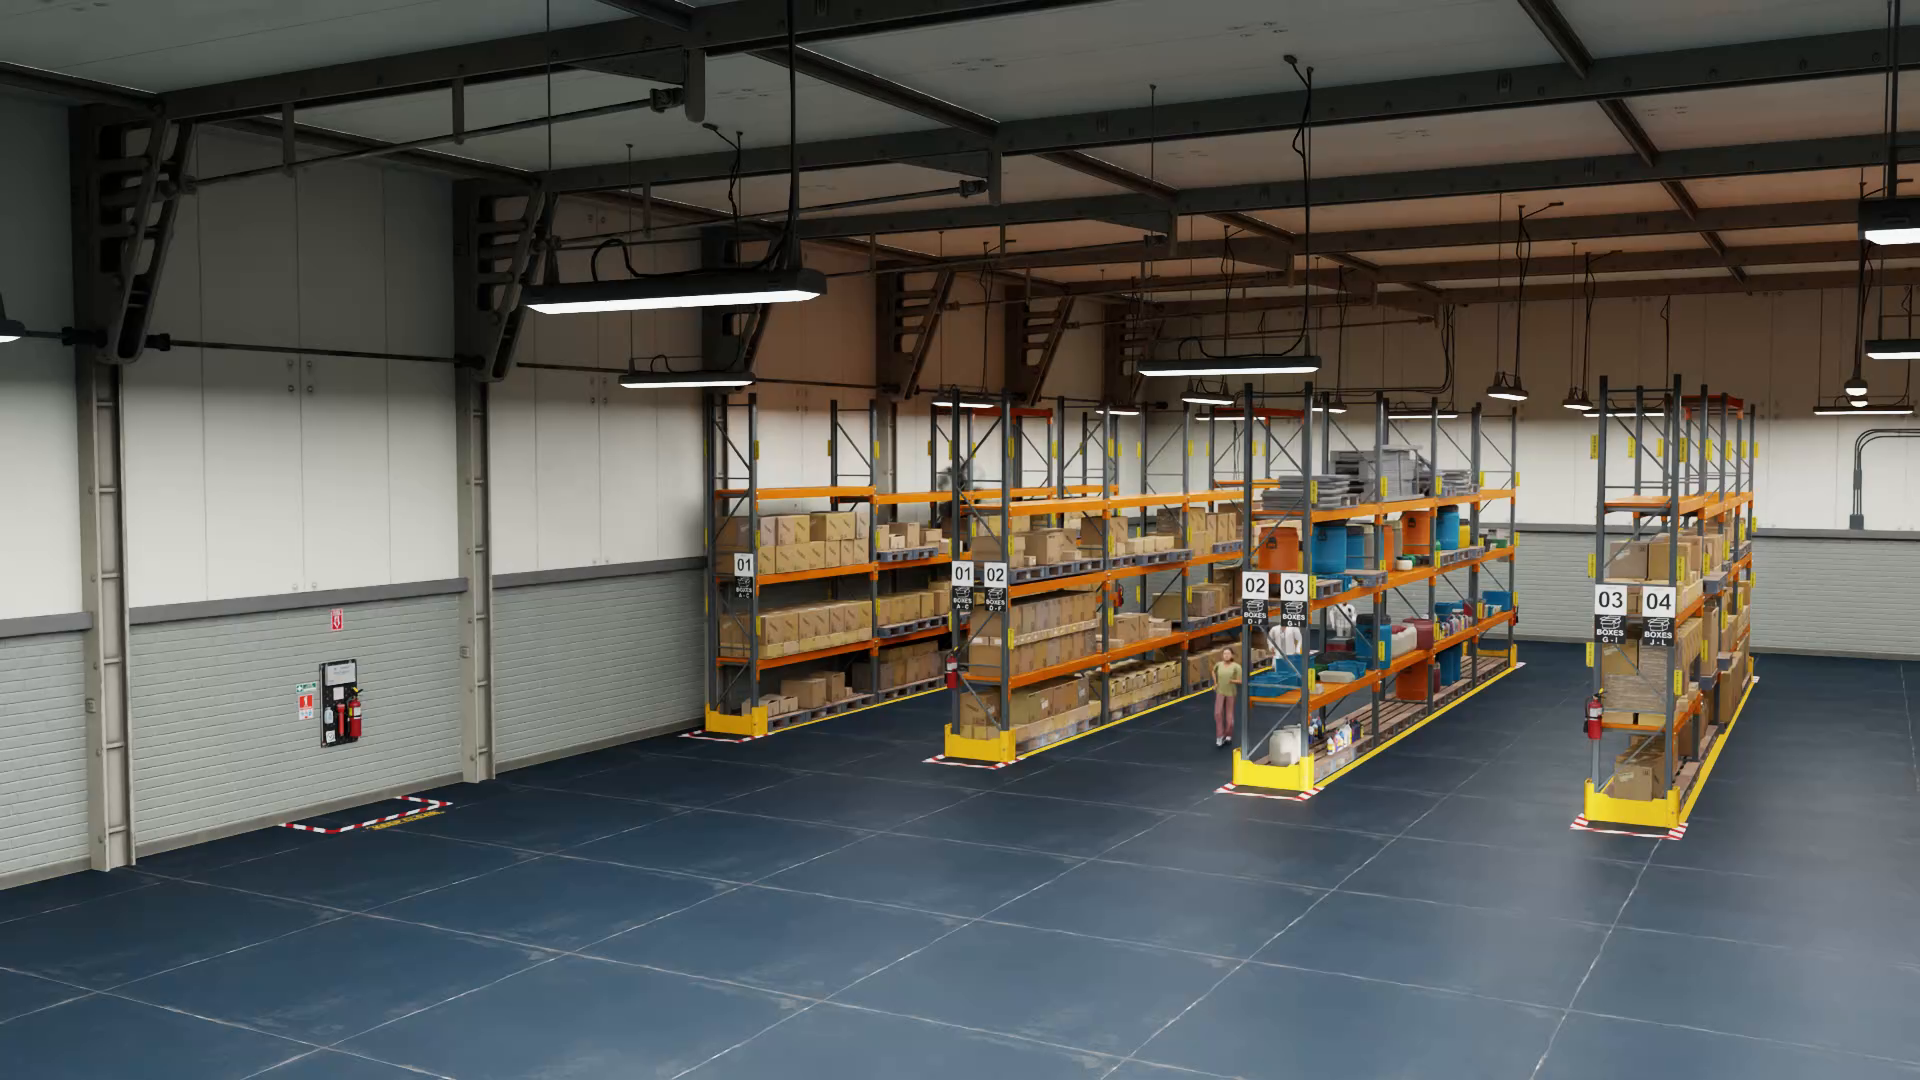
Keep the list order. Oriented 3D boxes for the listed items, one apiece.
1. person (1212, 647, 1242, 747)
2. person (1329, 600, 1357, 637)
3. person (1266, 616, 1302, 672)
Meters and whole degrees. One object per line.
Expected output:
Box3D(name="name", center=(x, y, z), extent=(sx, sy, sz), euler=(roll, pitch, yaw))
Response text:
Box3D(name="person", center=(4.516, 2.653, 28.160), extent=(0.555, 1.703, 0.700), euler=(1, 3, 17))
Box3D(name="person", center=(8.953, 2.082, 38.801), extent=(0.628, 1.718, 0.766), euler=(0, 3, 7))
Box3D(name="person", center=(6.535, 2.343, 33.526), extent=(0.730, 1.724, 0.716), euler=(1, 3, 17))
